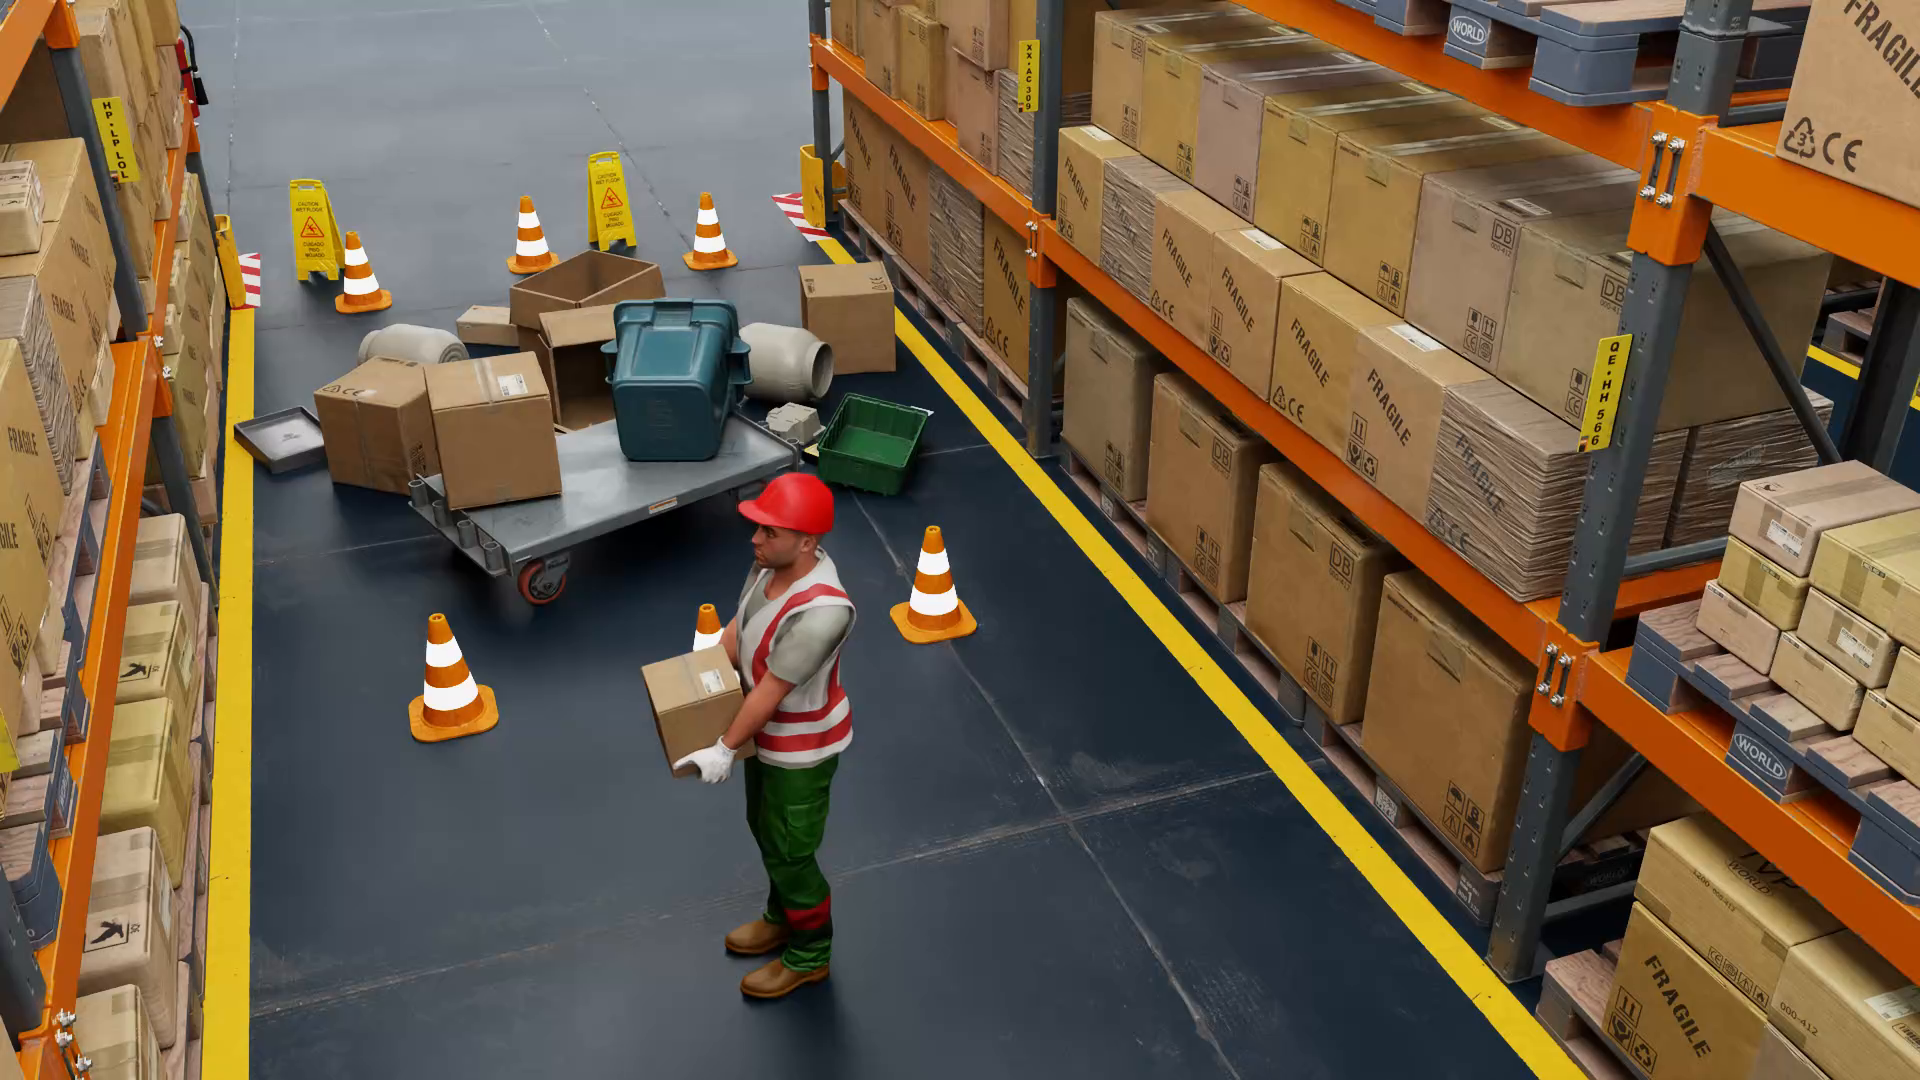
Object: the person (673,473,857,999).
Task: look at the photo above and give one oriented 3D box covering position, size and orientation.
[{"bbox_3d":[-0.605,0.619,5.014,0.561,1.785,0.495,-10,31,-17],"label":"person"}]
